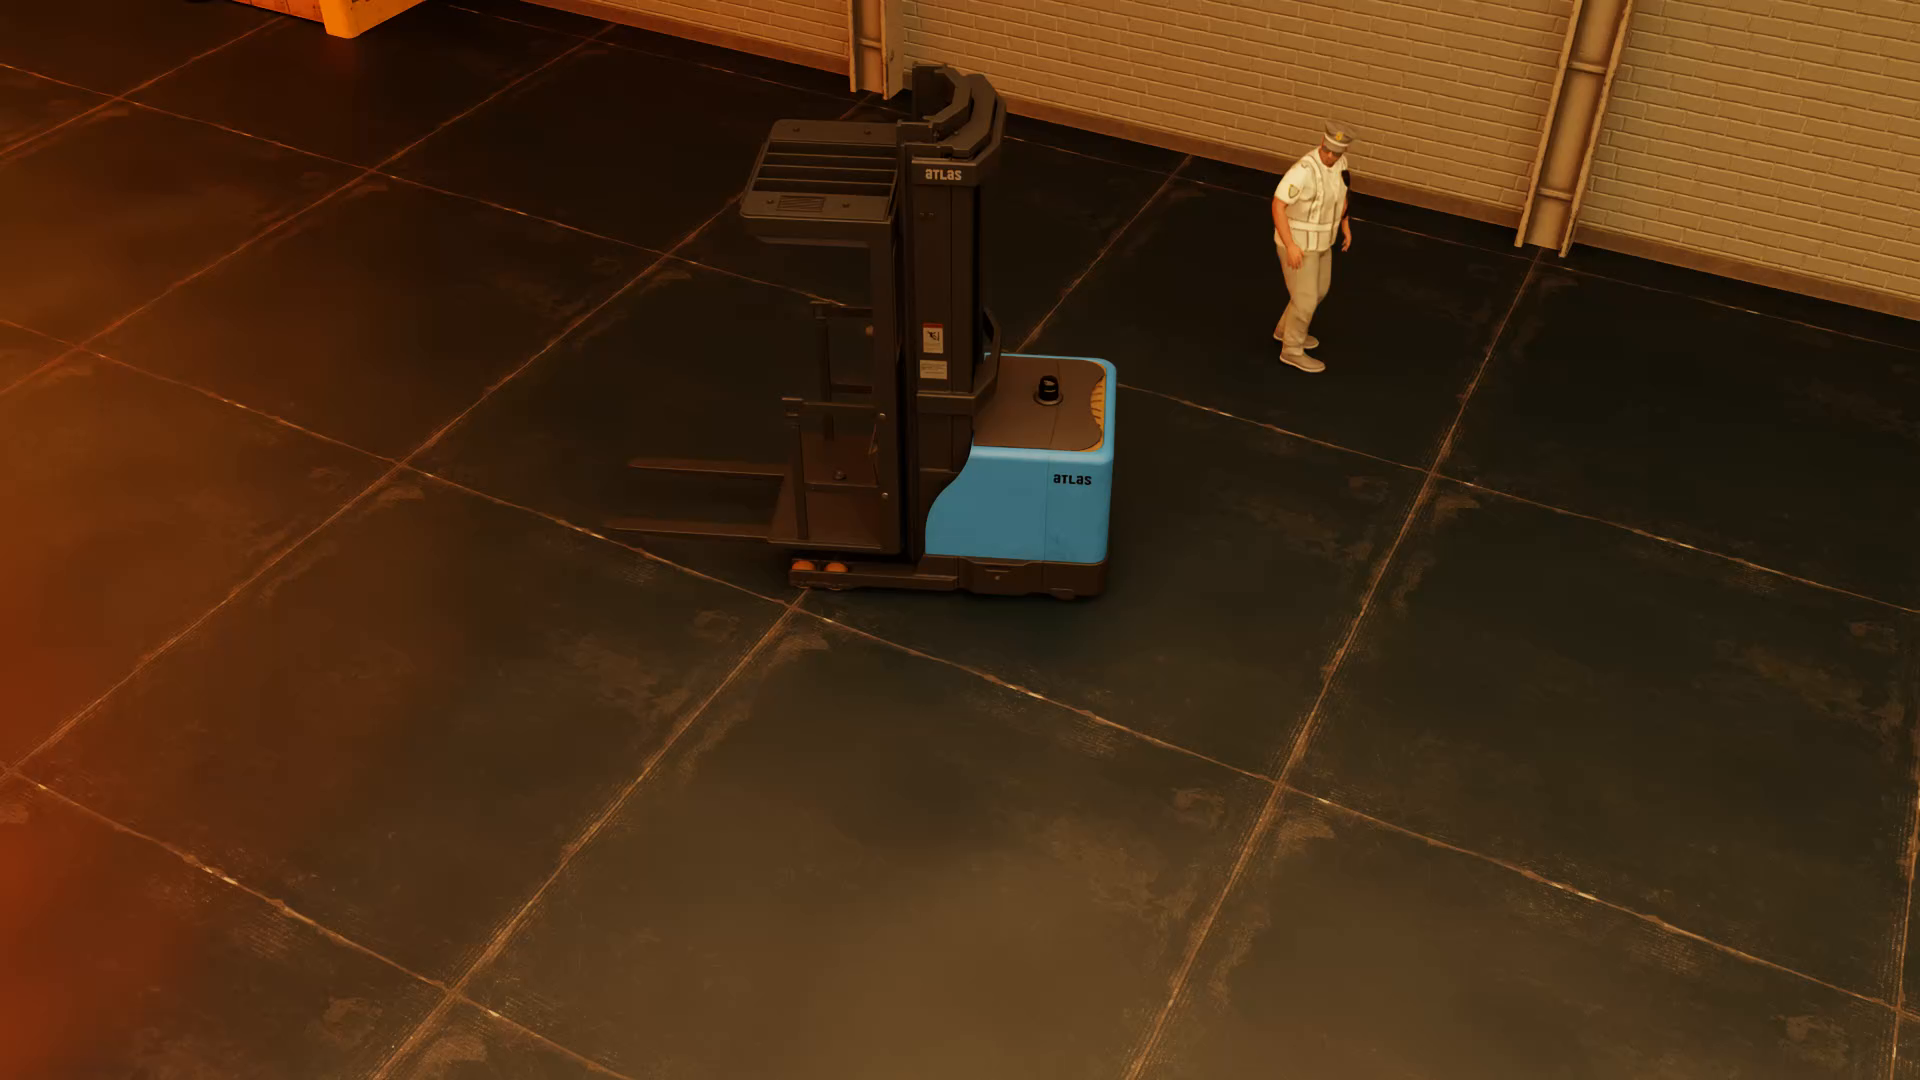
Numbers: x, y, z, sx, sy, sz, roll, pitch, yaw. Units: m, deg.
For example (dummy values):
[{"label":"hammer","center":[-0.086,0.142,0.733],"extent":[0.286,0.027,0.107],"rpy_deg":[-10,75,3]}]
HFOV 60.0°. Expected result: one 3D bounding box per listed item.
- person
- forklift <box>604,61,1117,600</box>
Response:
[{"label":"person","center":[2.442,-2.023,11.319],"extent":[0.531,1.736,0.742],"rpy_deg":[27,47,28]},{"label":"forklift","center":[-0.606,-1.157,9.360],"extent":[3.031,2.935,1.130],"rpy_deg":[3,40,4]}]
